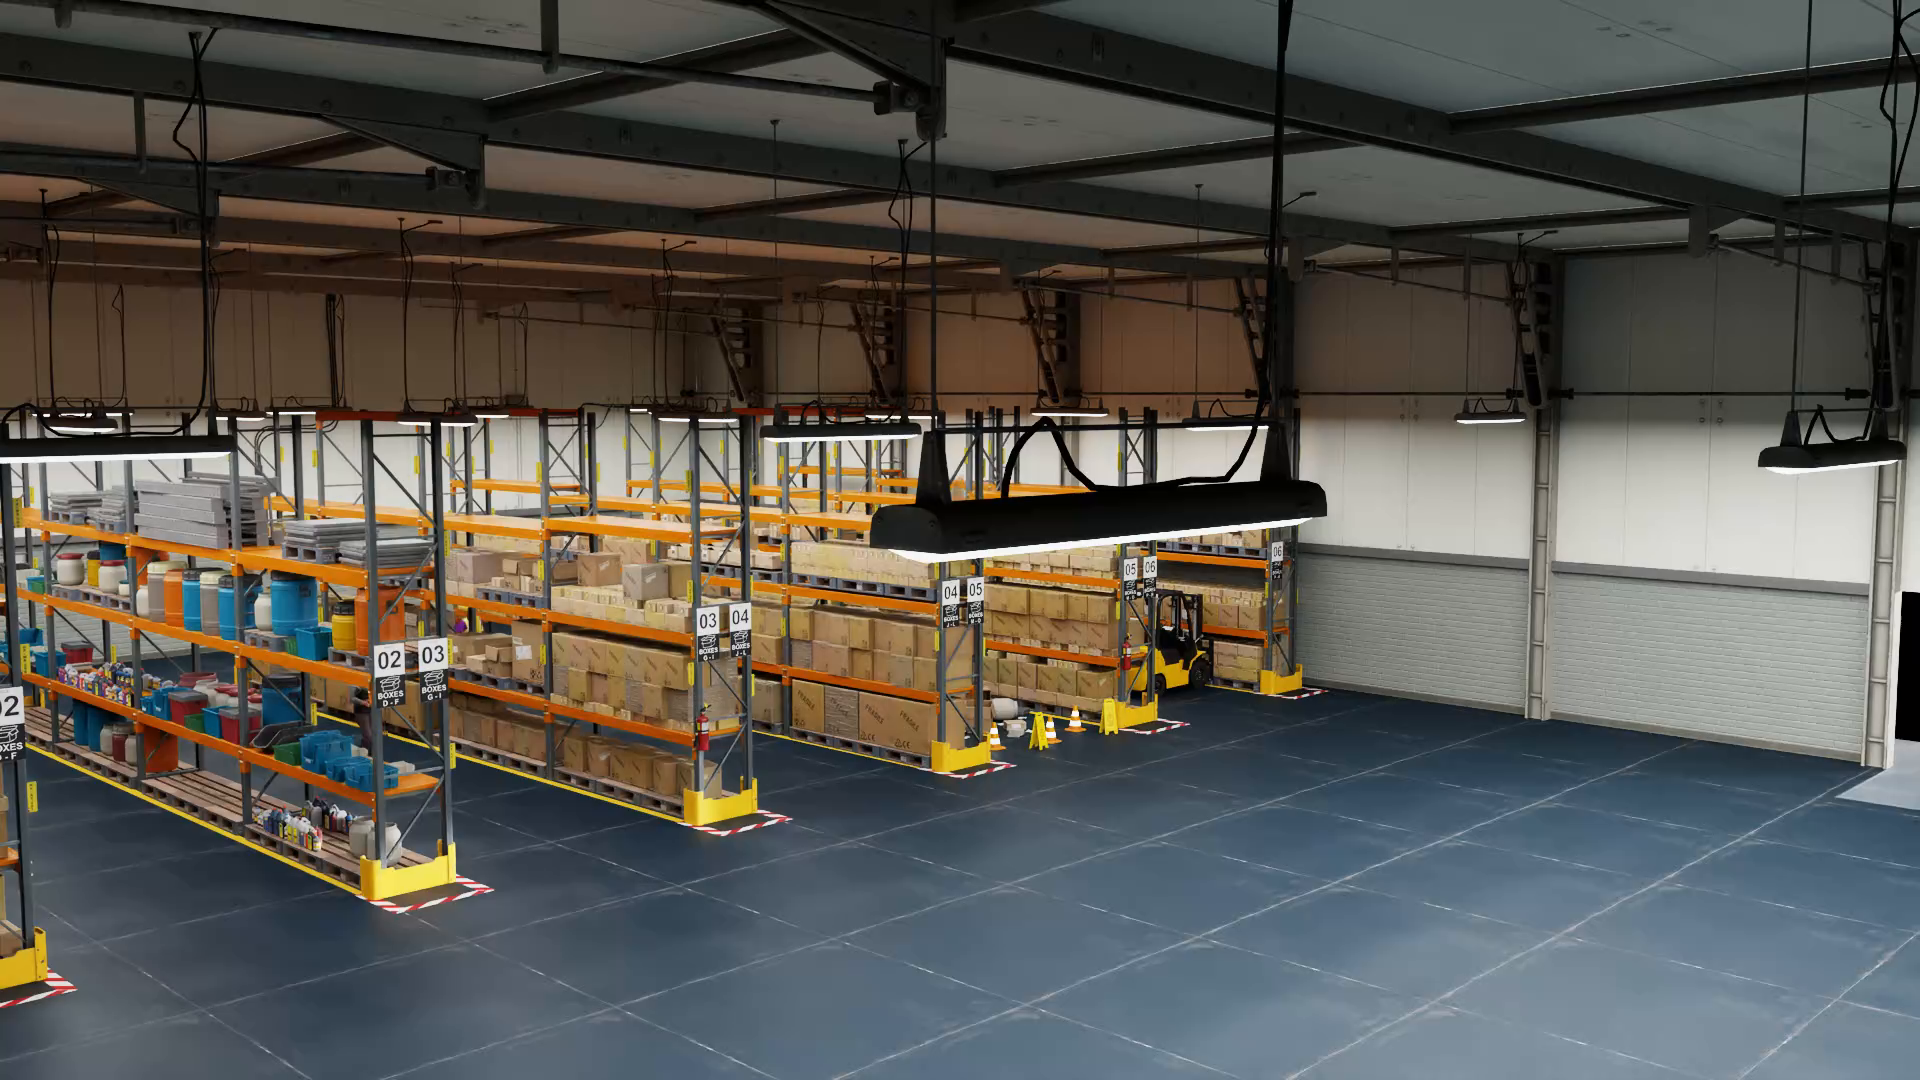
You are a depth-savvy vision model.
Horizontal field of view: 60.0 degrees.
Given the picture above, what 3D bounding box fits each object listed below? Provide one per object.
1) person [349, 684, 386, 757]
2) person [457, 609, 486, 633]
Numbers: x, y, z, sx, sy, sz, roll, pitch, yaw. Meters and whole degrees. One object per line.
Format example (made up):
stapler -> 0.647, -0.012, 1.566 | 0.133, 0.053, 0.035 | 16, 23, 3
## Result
person -> -10.118, 2.963, 28.499 | 0.583, 1.675, 0.651 | 4, 6, 35
person -> -10.513, 2.279, 35.829 | 0.710, 1.771, 0.975 | -4, 7, -41
